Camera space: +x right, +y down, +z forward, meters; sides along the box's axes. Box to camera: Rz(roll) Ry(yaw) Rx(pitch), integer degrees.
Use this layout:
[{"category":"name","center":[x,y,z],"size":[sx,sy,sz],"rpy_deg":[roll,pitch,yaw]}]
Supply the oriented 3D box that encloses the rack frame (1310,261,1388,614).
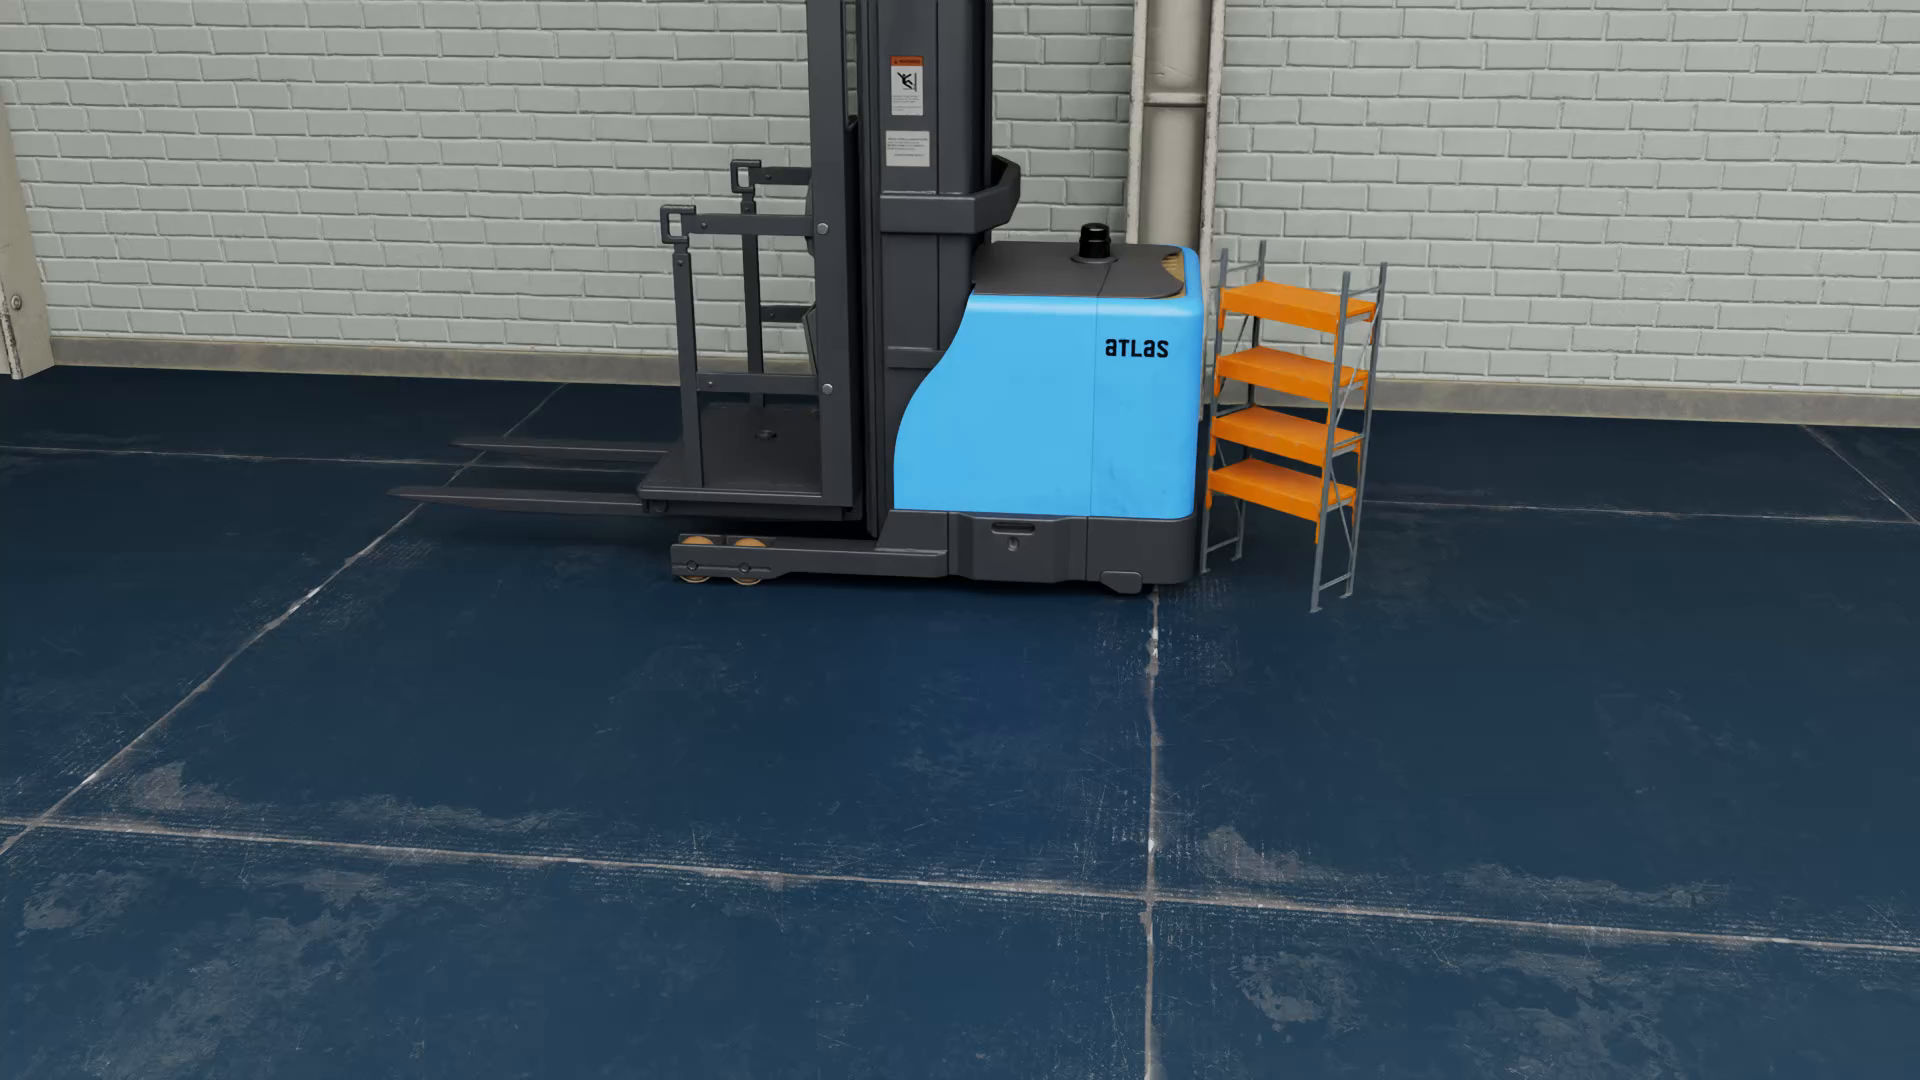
[{"category":"rack frame","center":[1.318,-0.334,5.647],"size":[0.240,1.200,0.015],"rpy_deg":[-19,29,-41]}]

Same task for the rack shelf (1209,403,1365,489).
[{"category":"rack shelf","center":[1.146,-0.337,5.834],"size":[0.258,0.148,0.480],"rpy_deg":[-19,29,-41]}]

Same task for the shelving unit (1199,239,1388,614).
[{"category":"shelving unit","center":[1.147,-0.399,5.809],"size":[0.258,1.200,0.503],"rpy_deg":[-19,29,-41]}]

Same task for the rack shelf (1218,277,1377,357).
[{"category":"rack shelf","center":[1.152,-0.765,5.666],"size":[0.258,0.148,0.480],"rpy_deg":[-19,29,-41]}]

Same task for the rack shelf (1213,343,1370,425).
[{"category":"rack shelf","center":[1.149,-0.545,5.752],"size":[0.258,0.148,0.480],"rpy_deg":[-19,29,-41]}]

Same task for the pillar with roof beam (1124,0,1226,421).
[{"category":"pillar with roof beam","center":[0.462,-3.242,2.401],"size":[0.400,9.000,9.100],"rpy_deg":[2,22,6]}]

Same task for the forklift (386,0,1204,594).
[{"category":"forklift","center":[-0.626,-1.389,5.966],"size":[3.031,2.935,1.130],"rpy_deg":[2,22,6]}]

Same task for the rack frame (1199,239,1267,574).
[{"category":"rack frame","center":[0.976,-0.465,5.971],"size":[0.240,1.200,0.015],"rpy_deg":[-19,29,-41]}]

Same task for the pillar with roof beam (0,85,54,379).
[{"category":"pillar with roof beam","center":[-5.496,-3.502,3.058],"size":[0.400,9.000,9.100],"rpy_deg":[2,22,6]}]

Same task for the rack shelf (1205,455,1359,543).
[{"category":"rack shelf","center":[1.144,-0.152,5.906],"size":[0.258,0.148,0.480],"rpy_deg":[-19,29,-41]}]
